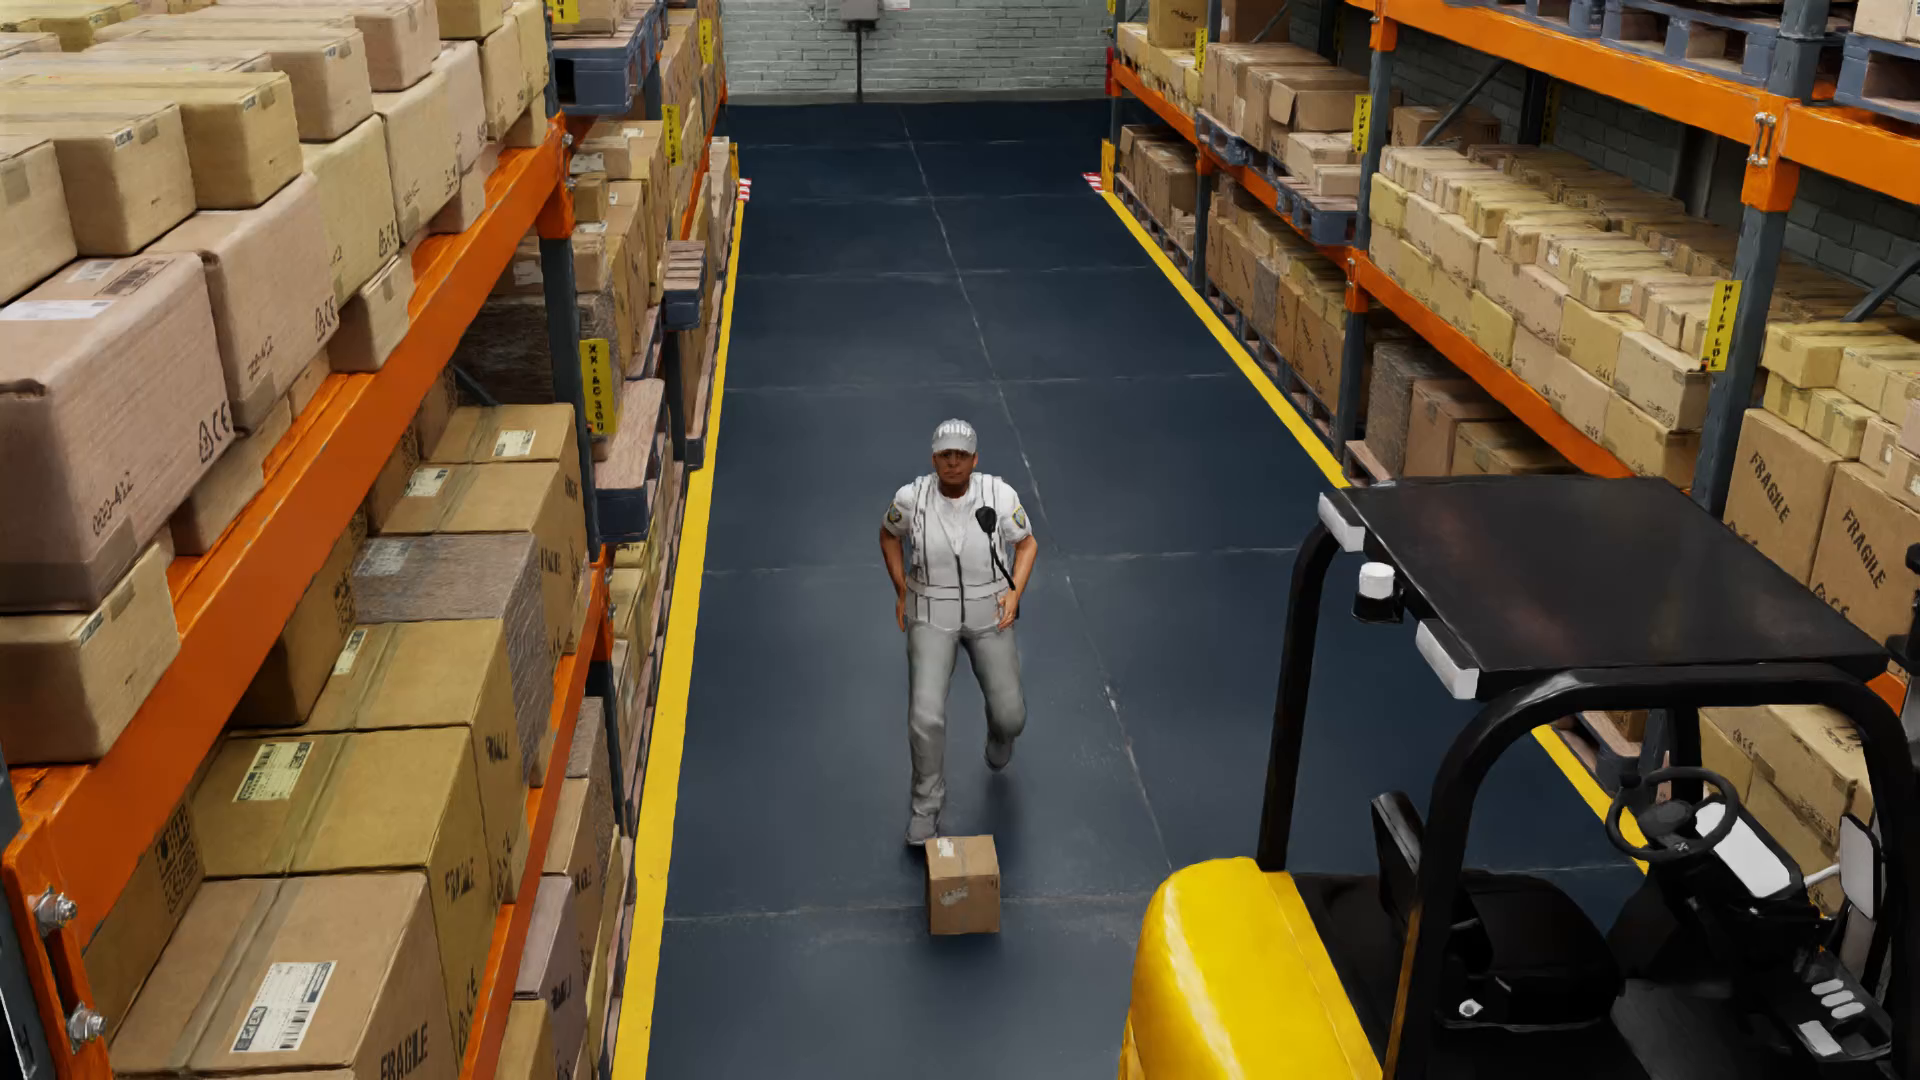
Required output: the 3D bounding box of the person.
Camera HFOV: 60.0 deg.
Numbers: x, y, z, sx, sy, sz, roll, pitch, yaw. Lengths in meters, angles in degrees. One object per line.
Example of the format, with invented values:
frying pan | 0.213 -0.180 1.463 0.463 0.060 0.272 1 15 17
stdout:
person | 0.016 0.337 6.409 0.612 1.572 0.763 -2 24 -5
